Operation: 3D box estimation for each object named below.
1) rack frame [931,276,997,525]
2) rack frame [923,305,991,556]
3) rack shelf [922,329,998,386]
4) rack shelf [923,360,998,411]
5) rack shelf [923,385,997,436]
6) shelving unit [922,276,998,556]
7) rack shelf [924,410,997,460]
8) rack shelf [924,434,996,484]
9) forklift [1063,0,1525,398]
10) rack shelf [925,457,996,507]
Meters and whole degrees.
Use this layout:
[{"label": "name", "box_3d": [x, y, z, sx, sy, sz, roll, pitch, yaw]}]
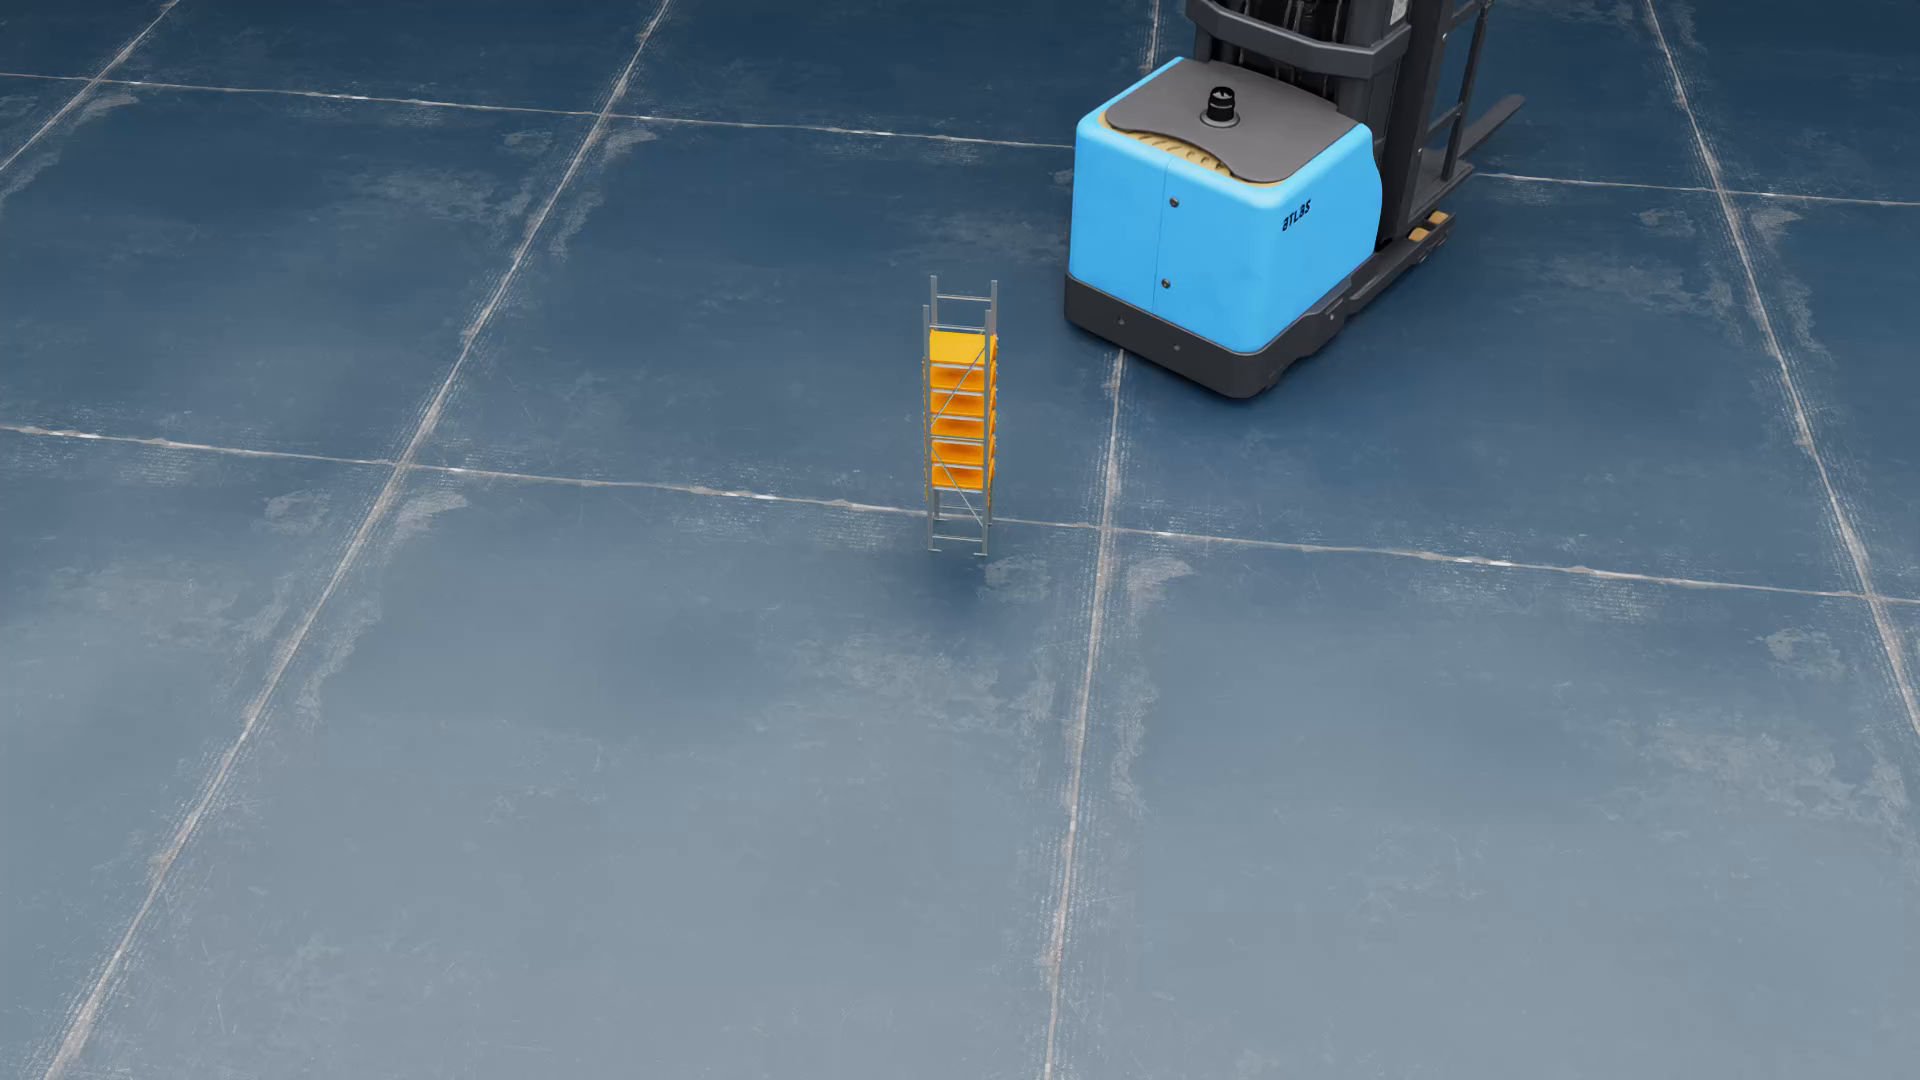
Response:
[{"label": "rack frame", "box_3d": [0.014, -0.508, 6.414, 0.240, 1.200, 0.006, 5, 44, 6]}, {"label": "rack frame", "box_3d": [-0.010, -0.383, 6.282, 0.240, 1.200, 0.006, 5, 44, 6]}, {"label": "rack shelf", "box_3d": [0.002, -0.675, 6.131, 0.258, 0.103, 0.180, 5, 44, 6]}, {"label": "rack shelf", "box_3d": [0.002, -0.588, 6.213, 0.258, 0.103, 0.180, 5, 44, 6]}, {"label": "rack shelf", "box_3d": [0.002, -0.500, 6.296, 0.258, 0.103, 0.180, 5, 44, 6]}, {"label": "shelving unit", "box_3d": [0.002, -0.446, 6.348, 0.258, 1.200, 0.189, 5, 44, 6]}, {"label": "rack shelf", "box_3d": [0.002, -0.413, 6.378, 0.258, 0.103, 0.180, 5, 44, 6]}, {"label": "rack shelf", "box_3d": [0.002, -0.326, 6.461, 0.258, 0.103, 0.180, 5, 44, 6]}, {"label": "forklift", "box_3d": [1.813, -2.633, 7.399, 1.130, 2.935, 3.031, 30, 51, 28]}, {"label": "rack shelf", "box_3d": [0.002, -0.239, 6.543, 0.258, 0.103, 0.180, 5, 44, 6]}]
